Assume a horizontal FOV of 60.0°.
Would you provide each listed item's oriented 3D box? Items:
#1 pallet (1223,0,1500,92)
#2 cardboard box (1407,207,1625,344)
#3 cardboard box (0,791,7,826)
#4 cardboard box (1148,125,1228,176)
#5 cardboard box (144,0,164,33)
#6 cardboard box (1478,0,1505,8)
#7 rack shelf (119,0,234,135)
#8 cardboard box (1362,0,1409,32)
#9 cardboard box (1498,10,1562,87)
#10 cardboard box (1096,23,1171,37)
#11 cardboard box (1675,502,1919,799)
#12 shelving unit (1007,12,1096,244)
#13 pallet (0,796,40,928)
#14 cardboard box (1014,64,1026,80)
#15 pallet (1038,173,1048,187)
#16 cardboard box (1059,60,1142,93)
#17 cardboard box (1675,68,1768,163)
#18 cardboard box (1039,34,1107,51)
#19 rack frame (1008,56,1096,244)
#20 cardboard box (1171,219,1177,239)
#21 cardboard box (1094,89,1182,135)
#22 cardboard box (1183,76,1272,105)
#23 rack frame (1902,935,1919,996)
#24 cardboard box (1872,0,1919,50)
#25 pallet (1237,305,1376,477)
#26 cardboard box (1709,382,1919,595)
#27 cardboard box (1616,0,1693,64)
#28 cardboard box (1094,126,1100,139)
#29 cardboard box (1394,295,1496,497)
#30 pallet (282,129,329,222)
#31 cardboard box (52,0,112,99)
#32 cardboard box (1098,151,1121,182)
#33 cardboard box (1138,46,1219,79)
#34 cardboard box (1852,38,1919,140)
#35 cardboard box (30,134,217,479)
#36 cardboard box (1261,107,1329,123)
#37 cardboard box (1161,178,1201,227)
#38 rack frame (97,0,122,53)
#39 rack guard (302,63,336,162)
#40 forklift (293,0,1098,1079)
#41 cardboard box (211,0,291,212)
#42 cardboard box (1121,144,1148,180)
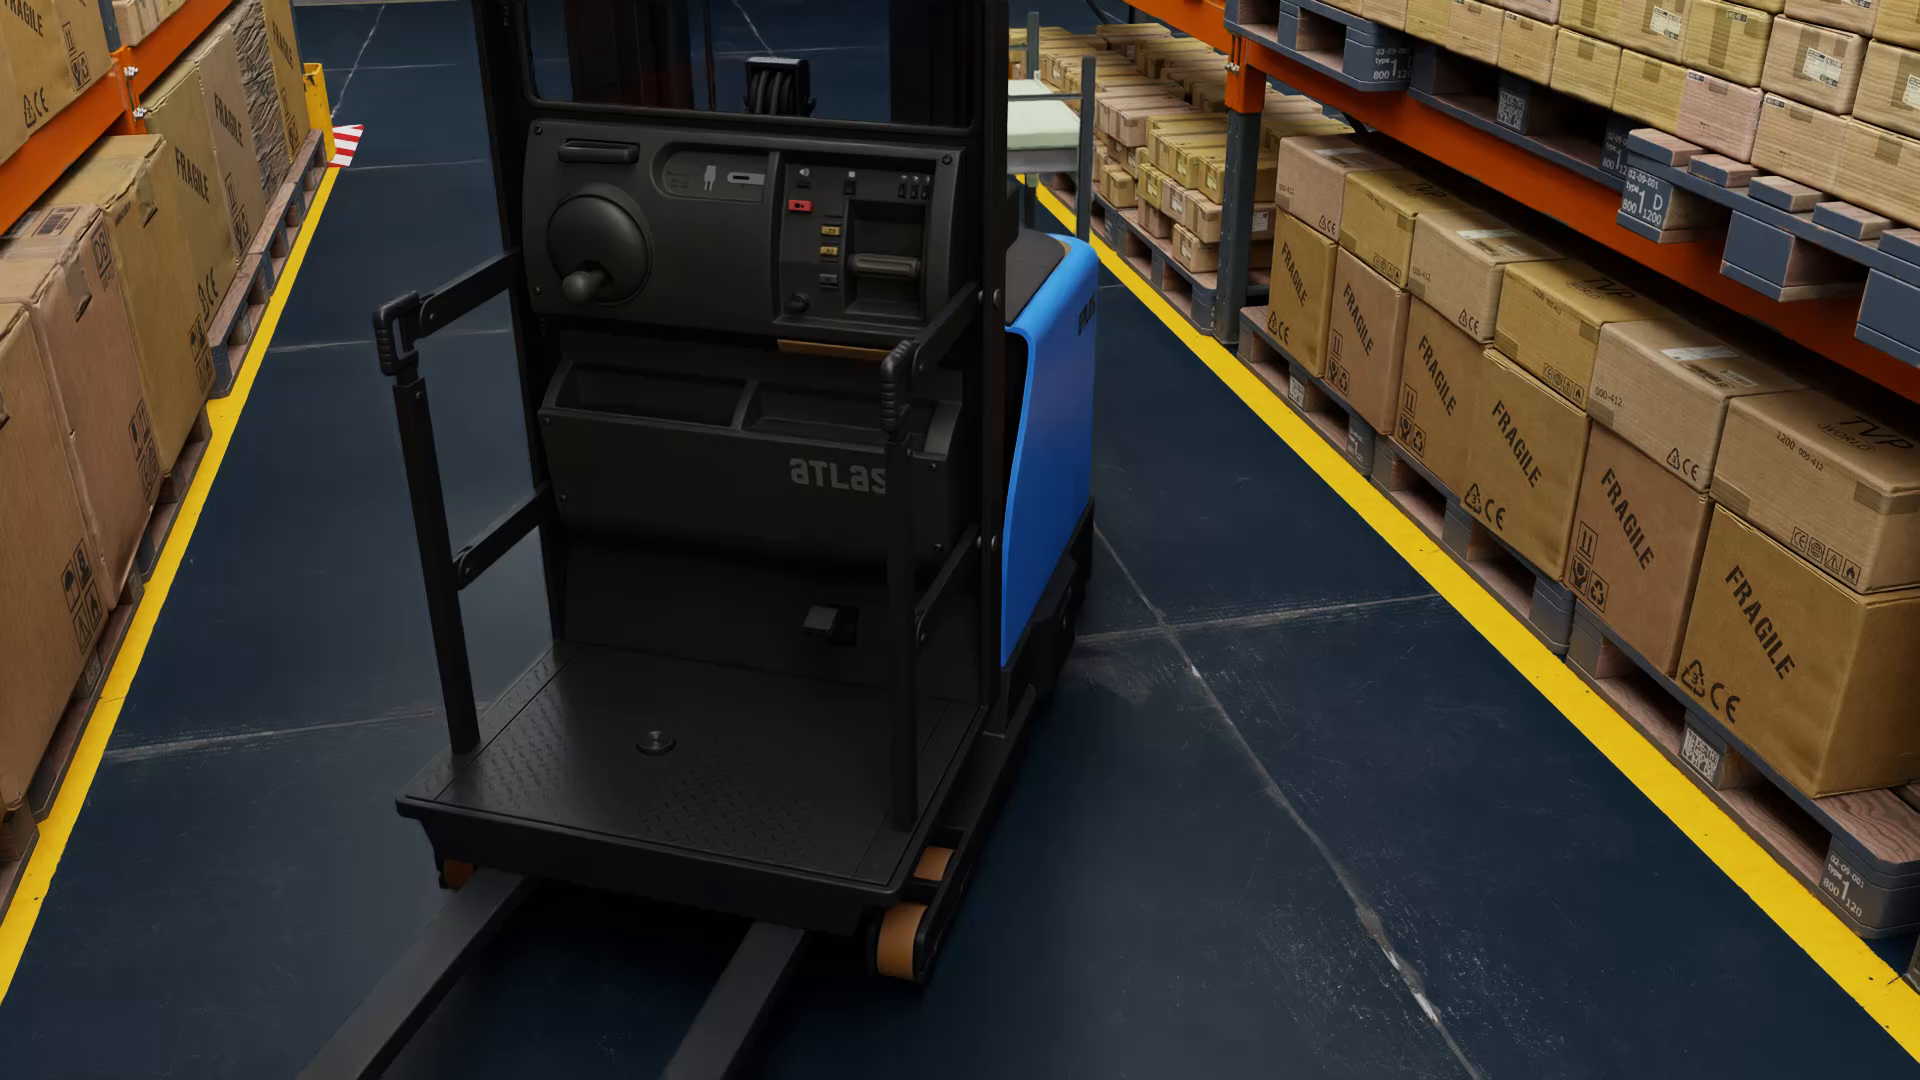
[{"bbox_3d":[1.582,-1.771,5.644,1.003,0.211,1.213,-6,27,-12],"label":"pallet"},{"bbox_3d":[1.694,-0.805,4.991,0.500,0.250,0.500,-5,27,-10],"label":"cardboard box"},{"bbox_3d":[-2.538,0.464,2.894,1.225,0.875,0.875,-7,28,-14],"label":"cardboard box"},{"bbox_3d":[1.058,-1.734,7.394,0.380,0.149,0.250,-6,27,-12],"label":"cardboard box"},{"bbox_3d":[-3.106,-1.915,5.994,0.380,0.149,0.250,-7,28,-13],"label":"cardboard box"},{"bbox_3d":[1.547,-1.509,4.394,0.380,0.149,0.250,-6,28,-13],"label":"cardboard box"},{"bbox_3d":[-3.755,-2.305,7.286,1.077,0.370,4.000,-6,27,-12],"label":"rack shelf"},{"bbox_3d":[1.426,-1.610,4.923,0.380,0.149,0.250,-7,28,-14],"label":"cardboard box"},{"bbox_3d":[1.610,-1.260,4.231,0.380,0.149,0.250,-5,27,-10],"label":"cardboard box"},{"bbox_3d":[1.016,-2.937,9.778,0.380,0.149,0.250,-6,27,-11],"label":"cardboard box"},{"bbox_3d":[2.050,0.215,3.804,0.500,0.500,0.500,-6,27,-12],"label":"cardboard box"},{"bbox_3d":[0.110,-0.795,5.160,0.431,1.500,0.755,-4,27,-9],"label":"shelving unit"},{"bbox_3d":[-2.507,0.899,3.235,1.003,0.211,1.213,-6,27,-12],"label":"pallet"},{"bbox_3d":[0.525,-2.629,9.497,0.380,0.149,0.250,-6,27,-12],"label":"cardboard box"},{"bbox_3d":[0.816,-2.325,9.622,1.003,0.211,1.213,-6,27,-12],"label":"pallet"},{"bbox_3d":[0.738,-2.424,8.760,0.380,0.149,0.250,-5,27,-10],"label":"cardboard box"},{"bbox_3d":[1.781,-0.919,3.554,0.380,0.149,0.250,-5,27,-11],"label":"cardboard box"},{"bbox_3d":[0.616,-2.770,9.447,0.380,0.149,0.250,-5,27,-11],"label":"cardboard box"},{"bbox_3d":[0.171,-0.632,4.837,0.400,1.500,0.023,-4,27,-9],"label":"rack frame"},{"bbox_3d":[1.154,-1.382,7.357,0.380,0.149,0.250,-5,27,-10],"label":"cardboard box"},{"bbox_3d":[0.852,-2.083,8.085,0.380,0.149,0.250,-7,28,-13],"label":"cardboard box"},{"bbox_3d":[1.348,-2.249,8.414,0.380,0.149,0.250,-6,27,-11],"label":"cardboard box"},{"bbox_3d":[2.453,-0.451,2.815,1.000,3.000,0.127,-6,27,-12],"label":"rack frame"},{"bbox_3d":[1.896,-0.961,2.977,0.380,0.149,0.250,-7,28,-14],"label":"cardboard box"},{"bbox_3d":[1.728,-0.621,6.246,1.003,0.211,1.213,-6,27,-12],"label":"pallet"},{"bbox_3d":[2.043,-0.131,3.657,0.500,0.250,0.500,-7,28,-13],"label":"cardboard box"},{"bbox_3d":[1.718,-1.172,3.726,0.380,0.149,0.250,-6,27,-11],"label":"cardboard box"},{"bbox_3d":[0.872,-2.185,8.618,0.380,0.149,0.250,-5,27,-9],"label":"cardboard box"},{"bbox_3d":[1.712,-0.467,5.154,0.500,0.500,0.500,-5,27,-11],"label":"cardboard box"},{"bbox_3d":[-3.949,-1.916,8.812,1.003,0.211,1.213,-6,27,-12],"label":"pallet"},{"bbox_3d":[-2.932,-1.615,5.010,0.500,0.500,0.500,-6,27,-11],"label":"cardboard box"},{"bbox_3d":[0.904,-1.835,8.255,0.380,0.149,0.250,-5,27,-11],"label":"cardboard box"},{"bbox_3d":[1.196,-2.600,9.110,0.380,0.149,0.250,-7,28,-14],"label":"cardboard box"},{"bbox_3d":[1.898,-0.830,3.048,0.380,0.149,0.250,-5,27,-11],"label":"cardboard box"},{"bbox_3d":[-3.140,-0.708,5.216,1.225,0.875,0.875,-6,27,-11],"label":"cardboard box"},{"bbox_3d":[1.485,-1.905,7.733,0.380,0.149,0.250,-7,28,-13],"label":"cardboard box"},{"bbox_3d":[1.098,-1.478,7.218,0.380,0.149,0.250,-7,28,-14],"label":"cardboard box"},{"bbox_3d":[-3.304,-1.748,5.384,1.000,3.000,0.127,-6,27,-12],"label":"rack frame"},{"bbox_3d":[-4.211,-2.399,9.448,1.175,0.500,0.348,-6,27,-12],"label":"rack guard"},{"bbox_3d":[-0.512,-0.595,3.176,1.130,2.935,3.031,7,28,14],"label":"forklift"},{"bbox_3d":[-3.778,-2.071,7.916,0.875,0.875,0.875,-6,27,-12],"label":"cardboard box"},{"bbox_3d":[0.983,-1.824,7.903,0.380,0.149,0.250,-5,27,-10],"label":"cardboard box"}]
